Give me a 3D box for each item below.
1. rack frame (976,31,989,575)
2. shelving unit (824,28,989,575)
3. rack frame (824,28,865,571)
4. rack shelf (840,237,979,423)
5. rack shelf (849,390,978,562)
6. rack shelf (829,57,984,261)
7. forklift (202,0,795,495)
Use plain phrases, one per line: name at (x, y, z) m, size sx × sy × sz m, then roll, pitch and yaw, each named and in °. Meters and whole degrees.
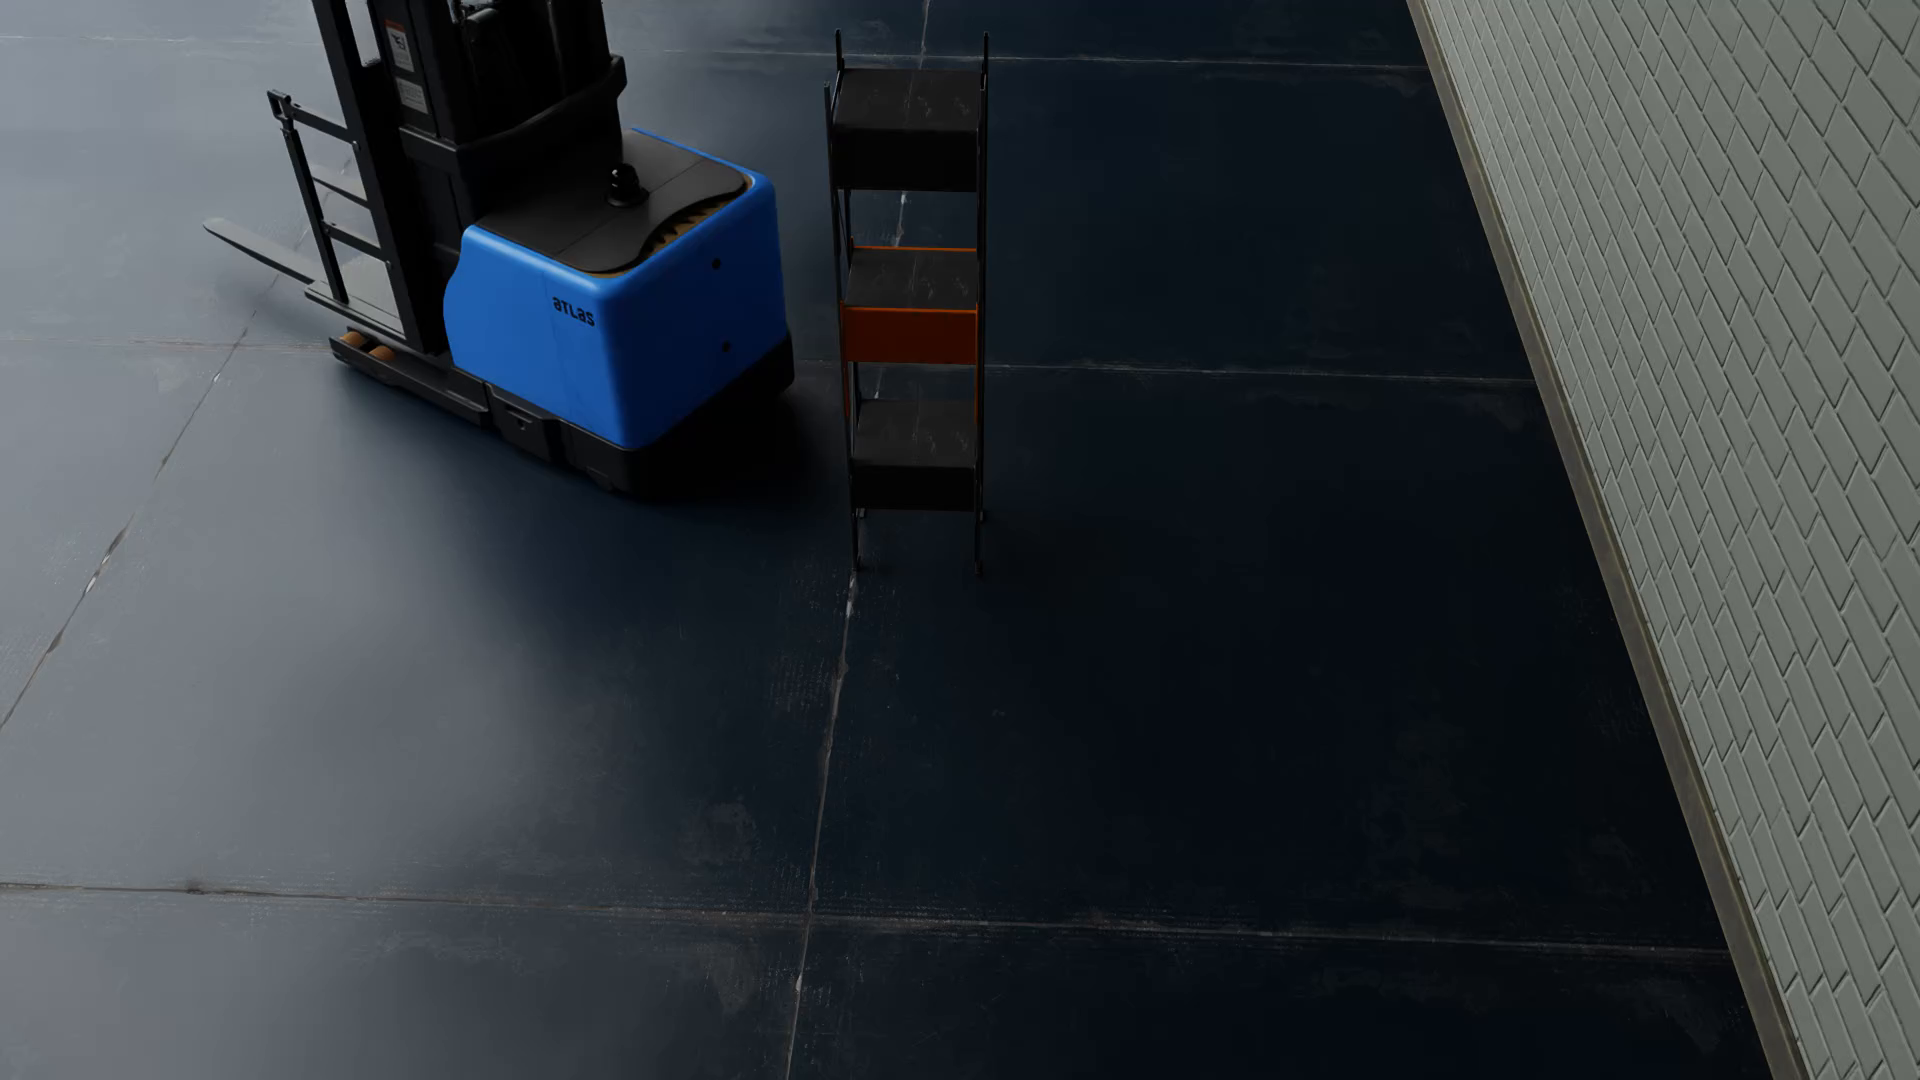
rack frame at (0.078, -0.766, 6.032) m, size 0.015 × 2.100 × 0.400 m, roll 2°, pitch 43°, yaw 2°
shelving unit at (-0.165, -0.773, 6.040) m, size 0.503 × 2.100 × 0.431 m, roll 2°, pitch 43°, yaw 2°
rack frame at (-0.409, -0.781, 6.048) m, size 0.015 × 2.100 × 0.400 m, roll 2°, pitch 43°, yaw 2°
rack shelf at (-0.165, -0.763, 6.049) m, size 0.480 × 0.518 × 0.431 m, roll 2°, pitch 43°, yaw 2°
rack shelf at (-0.165, -0.251, 6.526) m, size 0.480 × 0.518 × 0.431 m, roll 2°, pitch 43°, yaw 2°
rack shelf at (-0.165, -1.276, 5.572) m, size 0.480 × 0.518 × 0.431 m, roll 2°, pitch 43°, yaw 2°
forklift at (-2.243, -2.052, 6.803) m, size 3.031 × 2.935 × 1.130 m, roll 25°, pitch 48°, yaw 24°
